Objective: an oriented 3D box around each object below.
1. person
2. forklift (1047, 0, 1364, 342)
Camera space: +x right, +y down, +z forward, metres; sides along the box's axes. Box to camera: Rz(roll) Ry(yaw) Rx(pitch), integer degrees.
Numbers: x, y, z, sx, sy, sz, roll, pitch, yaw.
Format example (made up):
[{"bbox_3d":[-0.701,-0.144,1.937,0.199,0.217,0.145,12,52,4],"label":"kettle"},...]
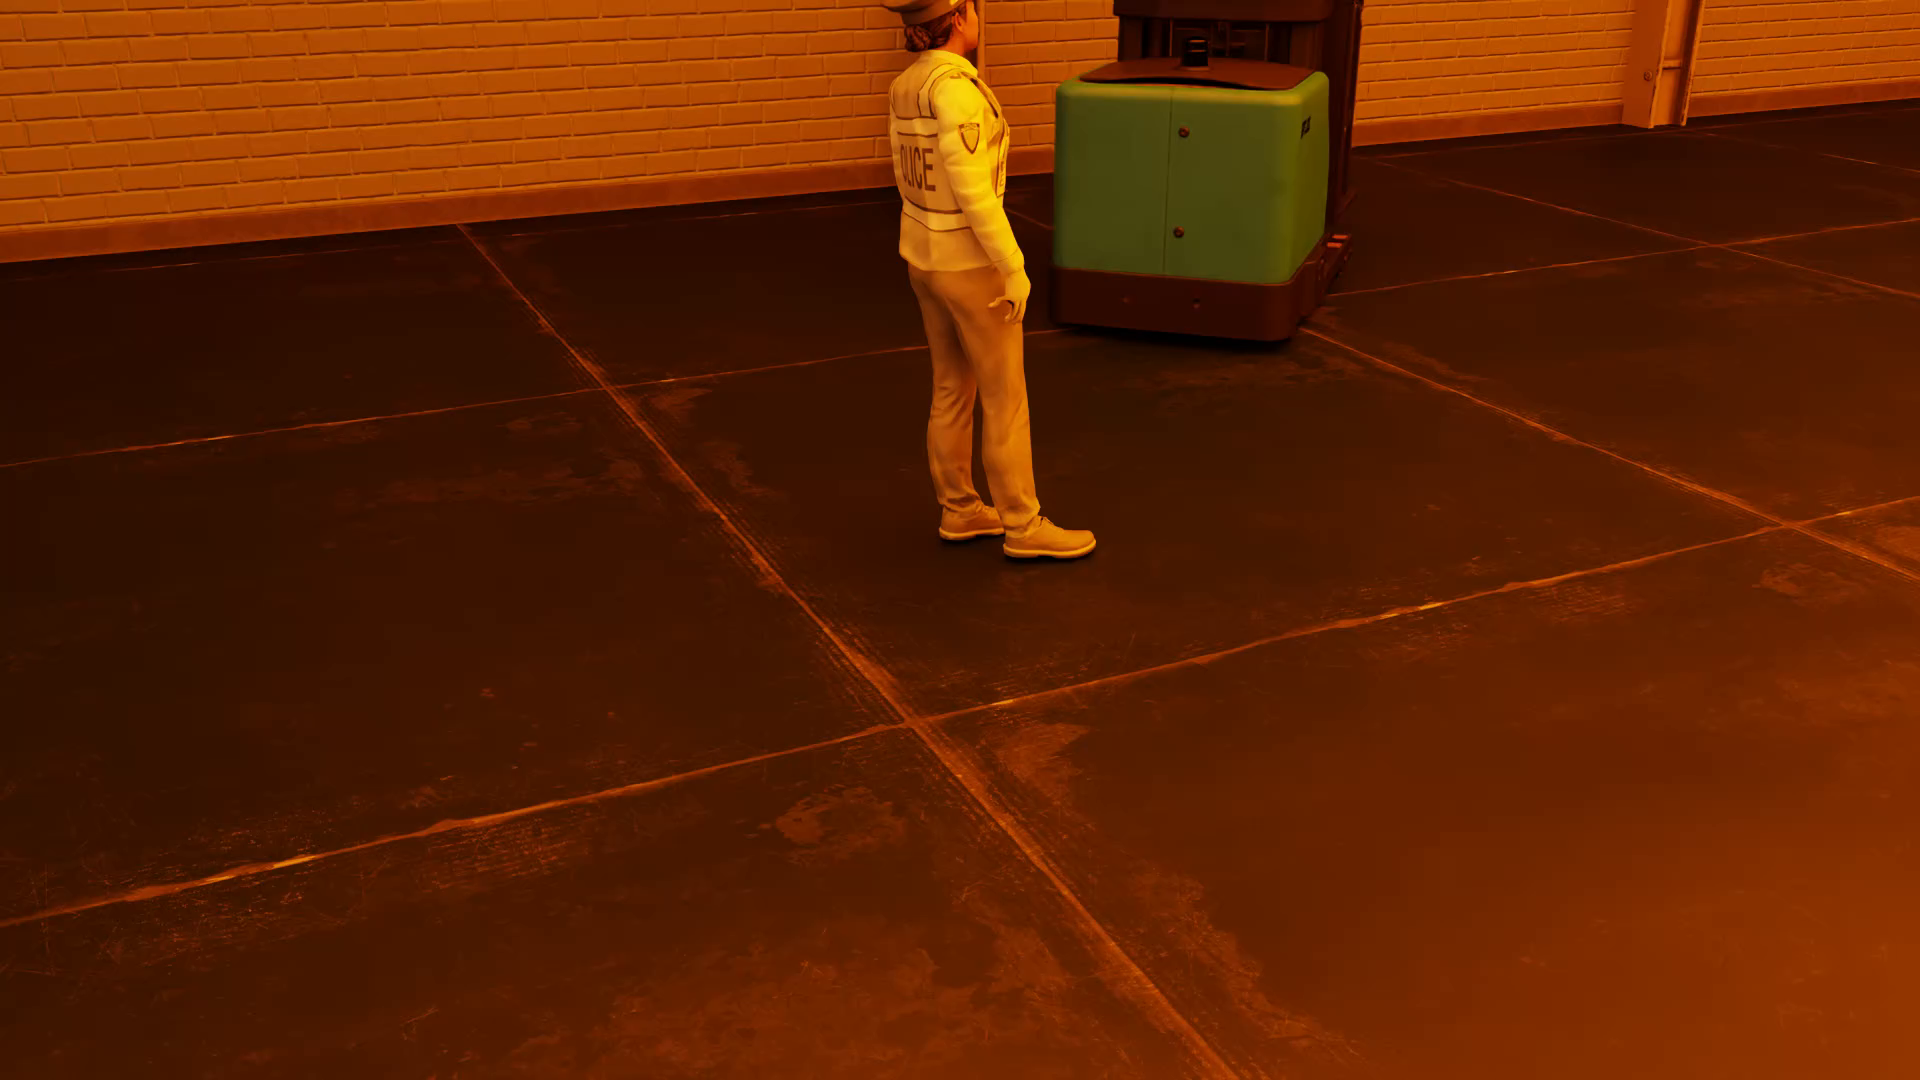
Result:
[{"bbox_3d":[0.063,-0.798,4.800,0.534,1.696,0.587,-10,25,-23],"label":"person"},{"bbox_3d":[1.360,-2.713,7.818,1.130,2.935,3.031,8,24,18],"label":"forklift"}]
